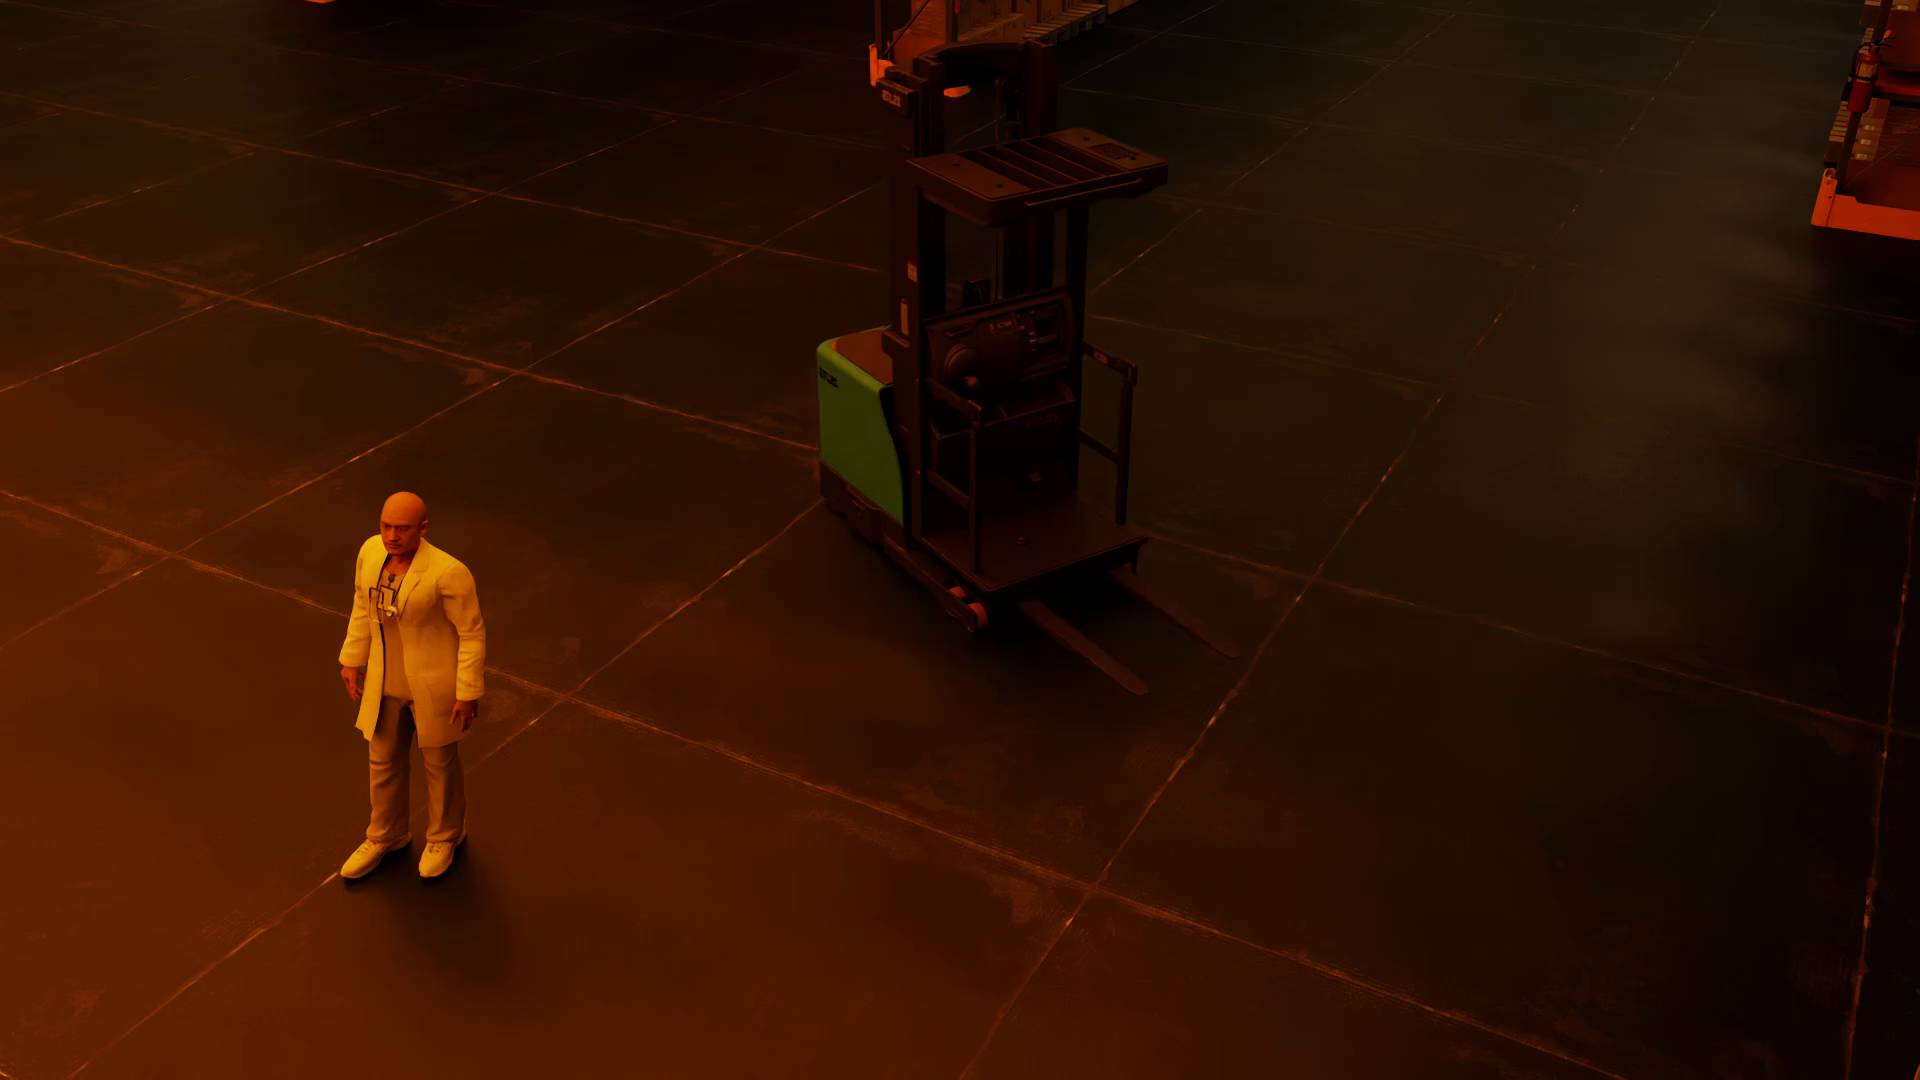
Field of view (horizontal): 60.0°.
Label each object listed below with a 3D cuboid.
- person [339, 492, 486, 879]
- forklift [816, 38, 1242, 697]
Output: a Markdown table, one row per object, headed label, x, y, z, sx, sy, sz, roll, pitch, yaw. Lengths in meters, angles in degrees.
| label | x | y | z | sx | sy | sz | roll | pitch | yaw |
| --- | --- | --- | --- | --- | --- | --- | --- | --- | --- |
| person | -2.367 | 0.655 | 7.075 | 0.694 | 1.776 | 0.581 | 10 | 31 | 16 |
| forklift | 0.349 | -1.031 | 8.857 | 1.130 | 2.935 | 3.031 | -18 | 35 | -28 |
